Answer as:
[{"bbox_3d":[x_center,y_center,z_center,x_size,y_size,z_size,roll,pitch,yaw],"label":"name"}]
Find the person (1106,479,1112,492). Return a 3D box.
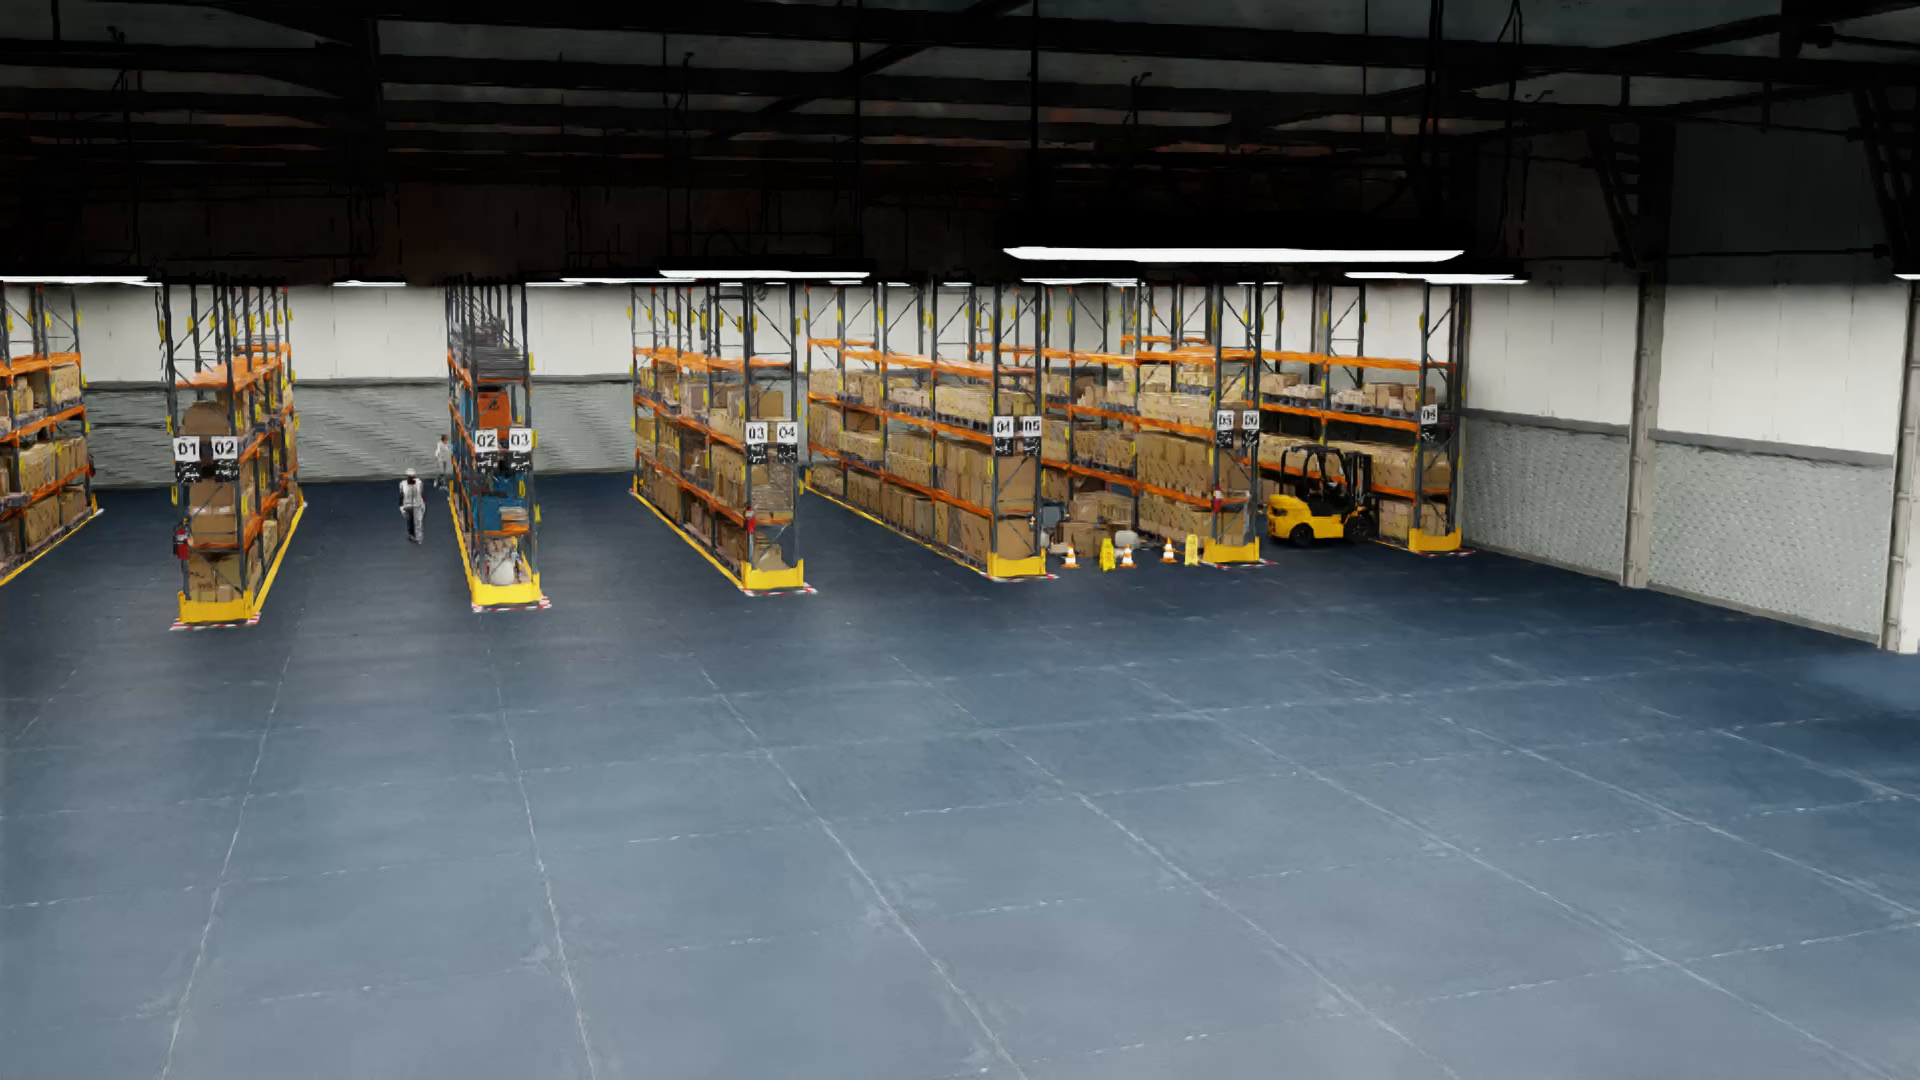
[{"bbox_3d":[4.020,-1.953,45.345,0.494,1.673,0.434,7,11,40],"label":"person"}]

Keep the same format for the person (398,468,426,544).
[{"bbox_3d":[-12.358,-0.782,37.509,0.566,1.706,1.122,-2,9,-16],"label":"person"}]

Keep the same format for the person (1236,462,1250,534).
[{"bbox_3d":[6.573,-1.000,39.120,0.547,1.659,0.598,2,9,13],"label":"person"}]

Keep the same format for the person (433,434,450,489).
[{"bbox_3d":[-14.920,-2.273,47.840,0.474,1.589,0.475,6,10,32],"label":"person"}]
